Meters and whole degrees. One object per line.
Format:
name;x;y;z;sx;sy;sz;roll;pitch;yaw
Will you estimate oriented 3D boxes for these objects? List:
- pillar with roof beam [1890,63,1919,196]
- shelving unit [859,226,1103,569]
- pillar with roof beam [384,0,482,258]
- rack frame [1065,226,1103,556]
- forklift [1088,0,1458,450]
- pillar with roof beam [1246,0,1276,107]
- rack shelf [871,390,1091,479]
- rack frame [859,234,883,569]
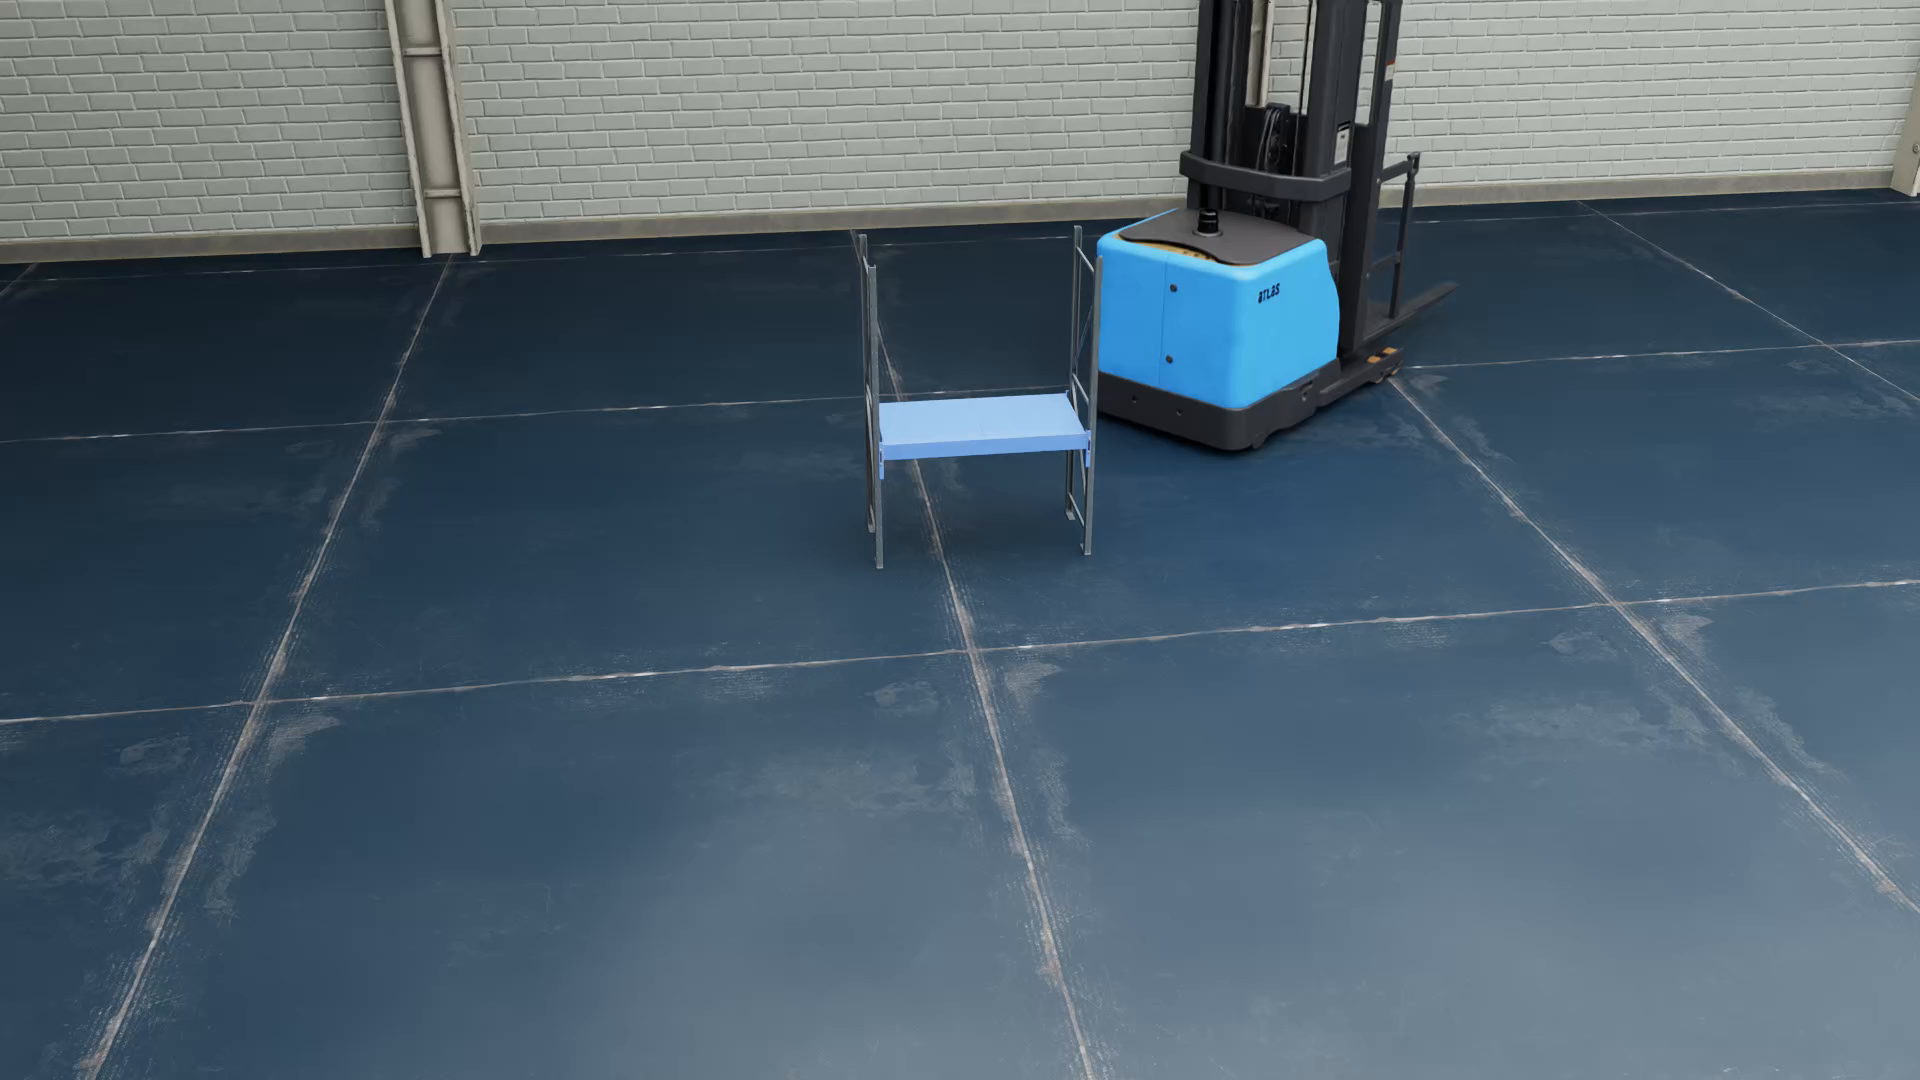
pillar with roof beam;8.674;-4.998;8.133;0.400;9.000;9.100;-4;27;-7
shelving unit;0.084;-0.673;7.918;1.048;1.500;0.538;-4;27;-7
pillar with roof beam;-3.209;-4.235;6.646;0.400;9.000;9.100;-4;27;-7
rack frame;0.588;-0.705;7.981;0.032;1.500;0.500;-4;27;-7
forklift;2.083;-2.386;9.690;1.130;2.935;3.031;21;34;35
pillar with roof beam;2.733;-4.616;7.390;0.400;9.000;9.100;-4;27;-7
rack shelf;0.084;-0.513;8.000;1.000;0.185;0.538;-4;27;-7
rack frame;-0.419;-0.640;7.855;0.032;1.500;0.500;-4;27;-7
